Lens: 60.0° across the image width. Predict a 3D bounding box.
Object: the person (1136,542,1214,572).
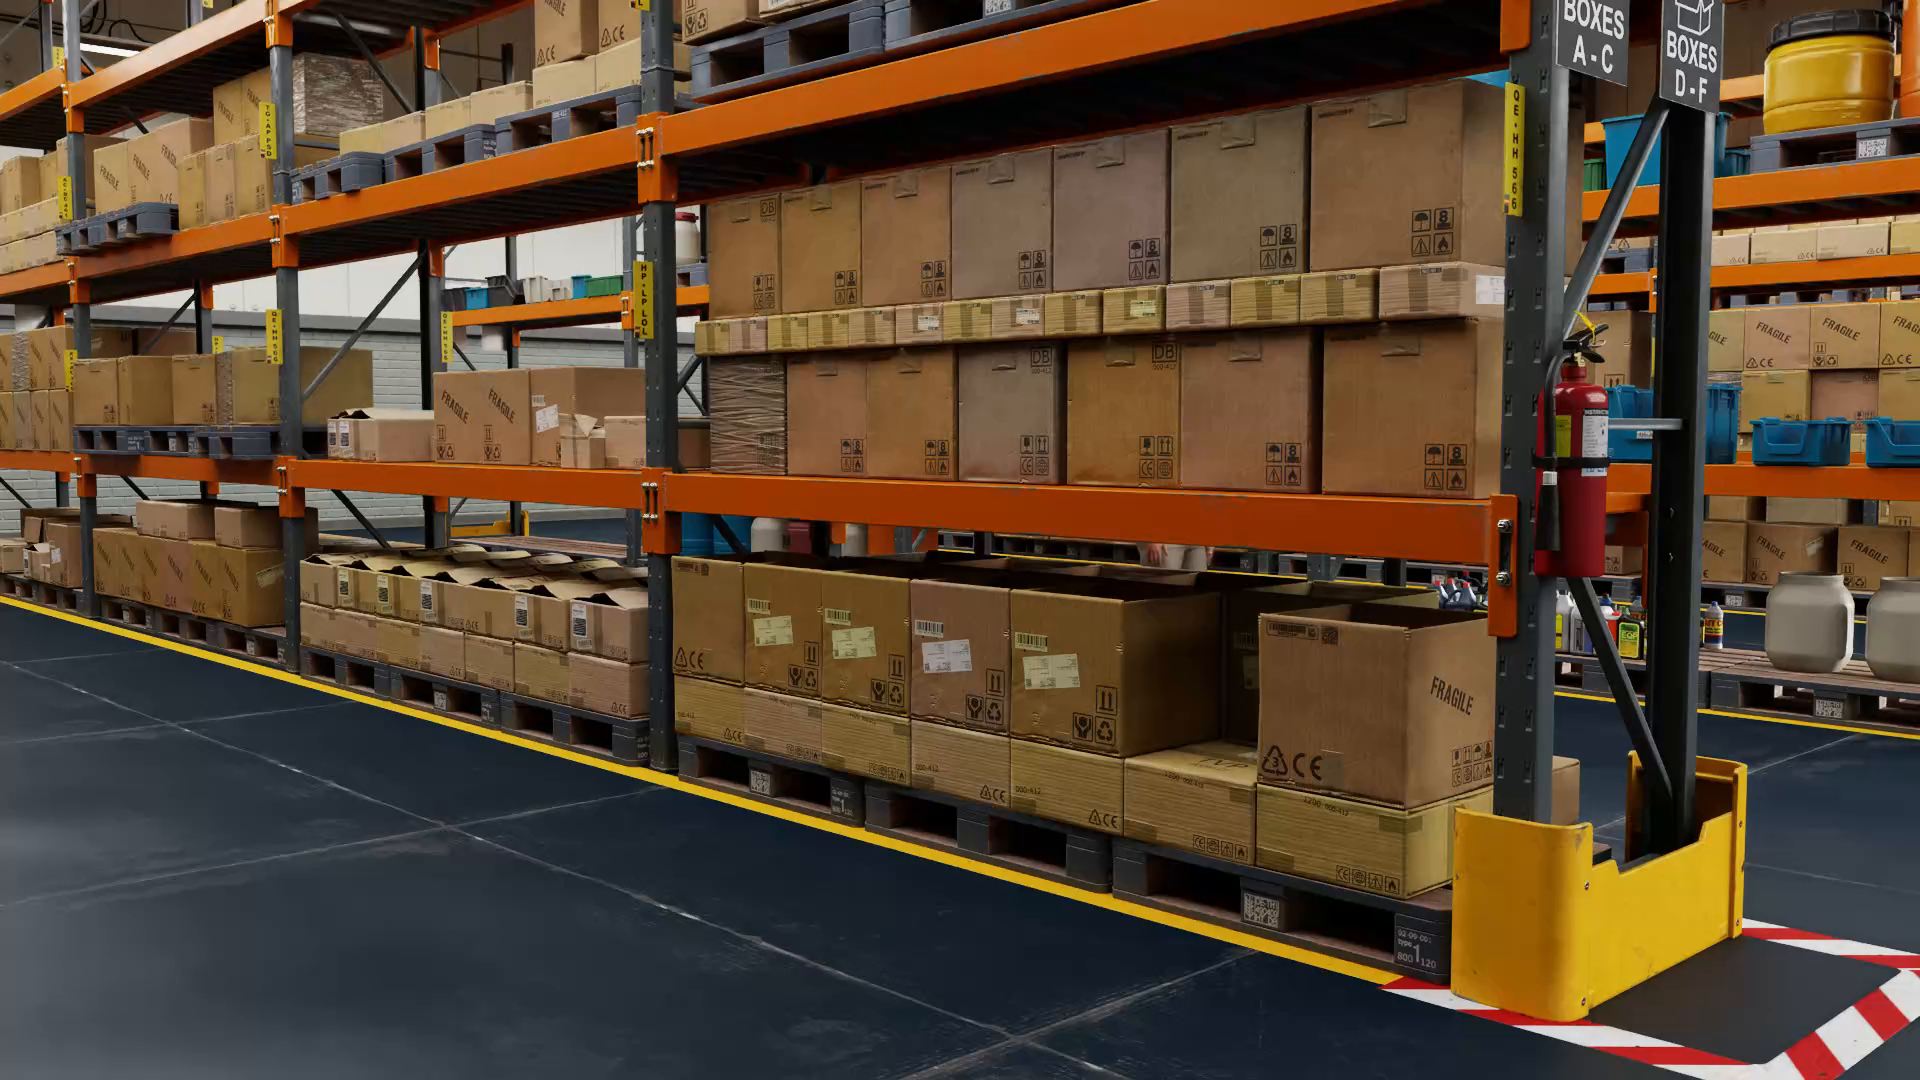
[{"bbox_3d":[1.224,-0.005,9.443,0.584,1.727,0.391,-4,5,-44],"label":"person"}]
